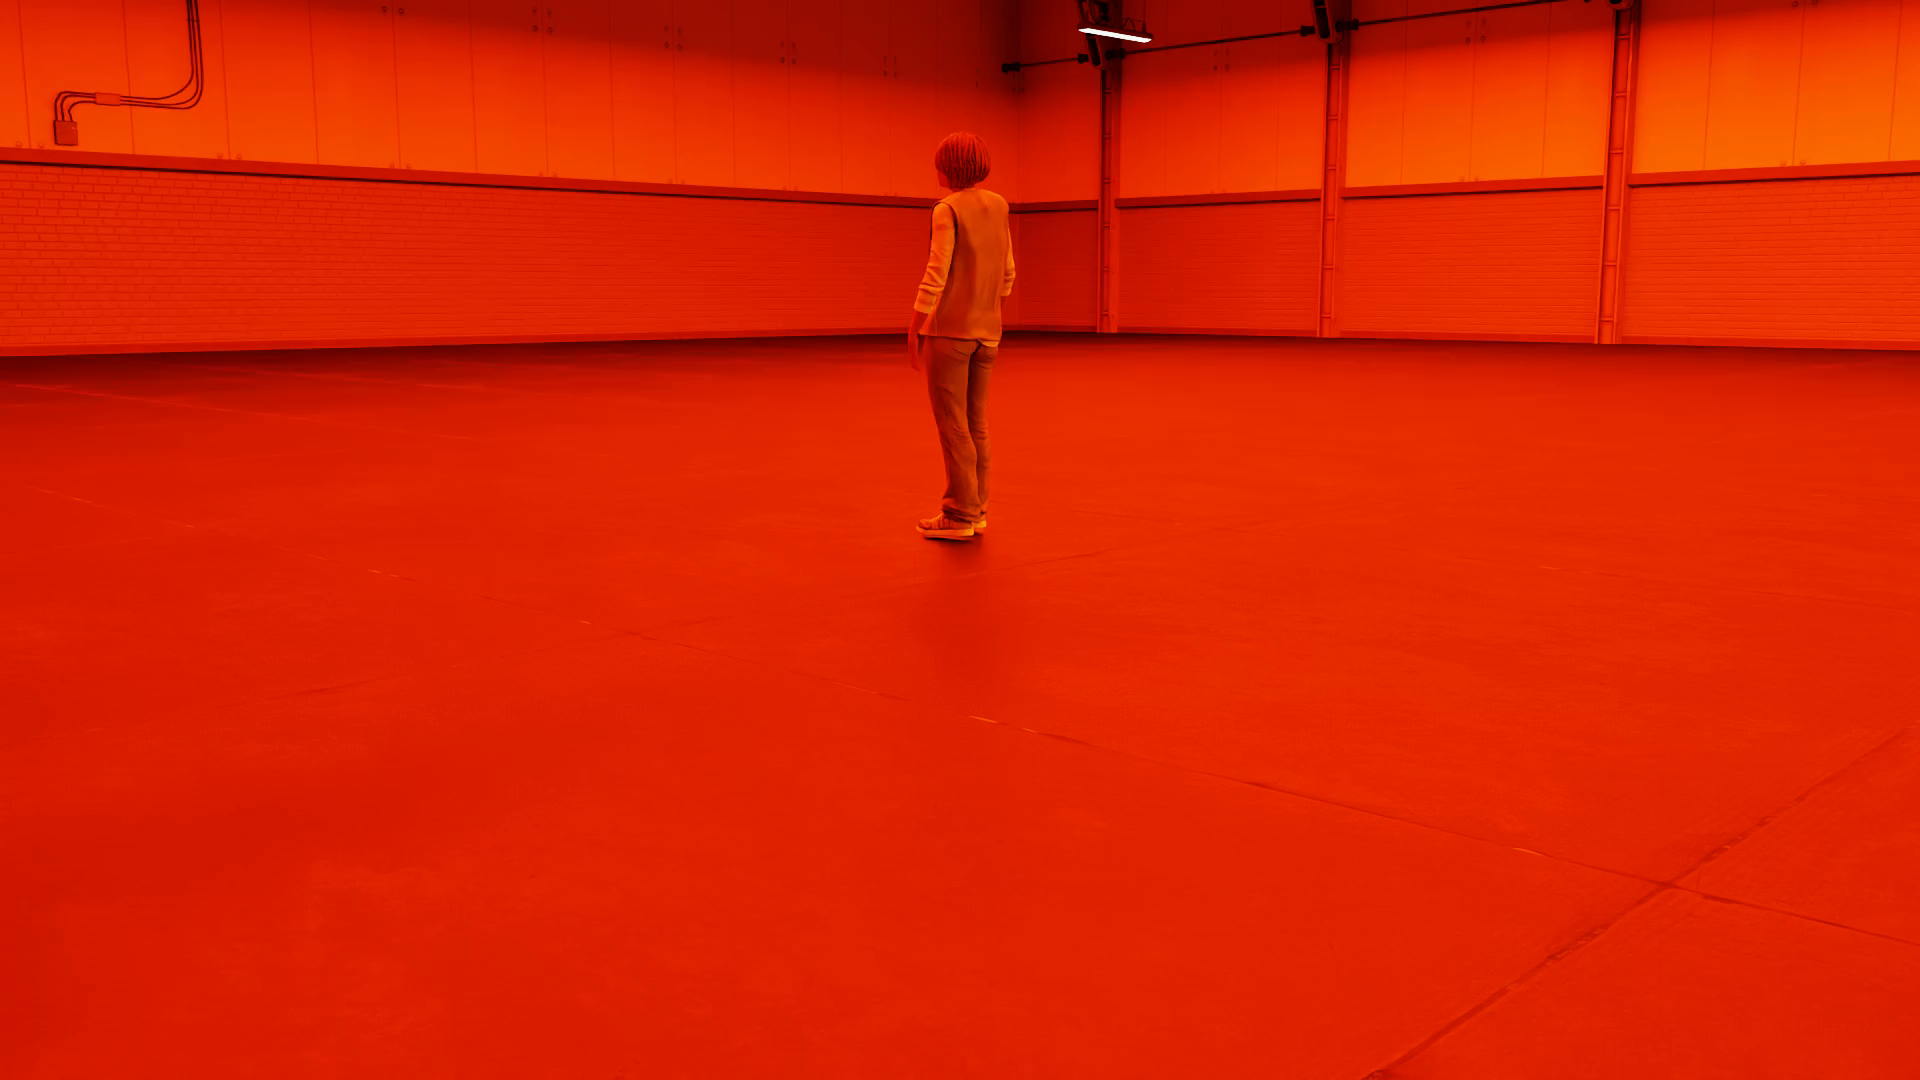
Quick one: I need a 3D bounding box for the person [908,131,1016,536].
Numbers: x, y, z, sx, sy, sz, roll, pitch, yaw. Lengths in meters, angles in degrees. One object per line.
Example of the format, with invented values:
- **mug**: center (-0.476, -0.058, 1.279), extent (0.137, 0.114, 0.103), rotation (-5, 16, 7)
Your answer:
- **person**: center (-0.043, -0.806, 6.658), extent (0.475, 1.597, 0.520), rotation (8, 12, 43)
